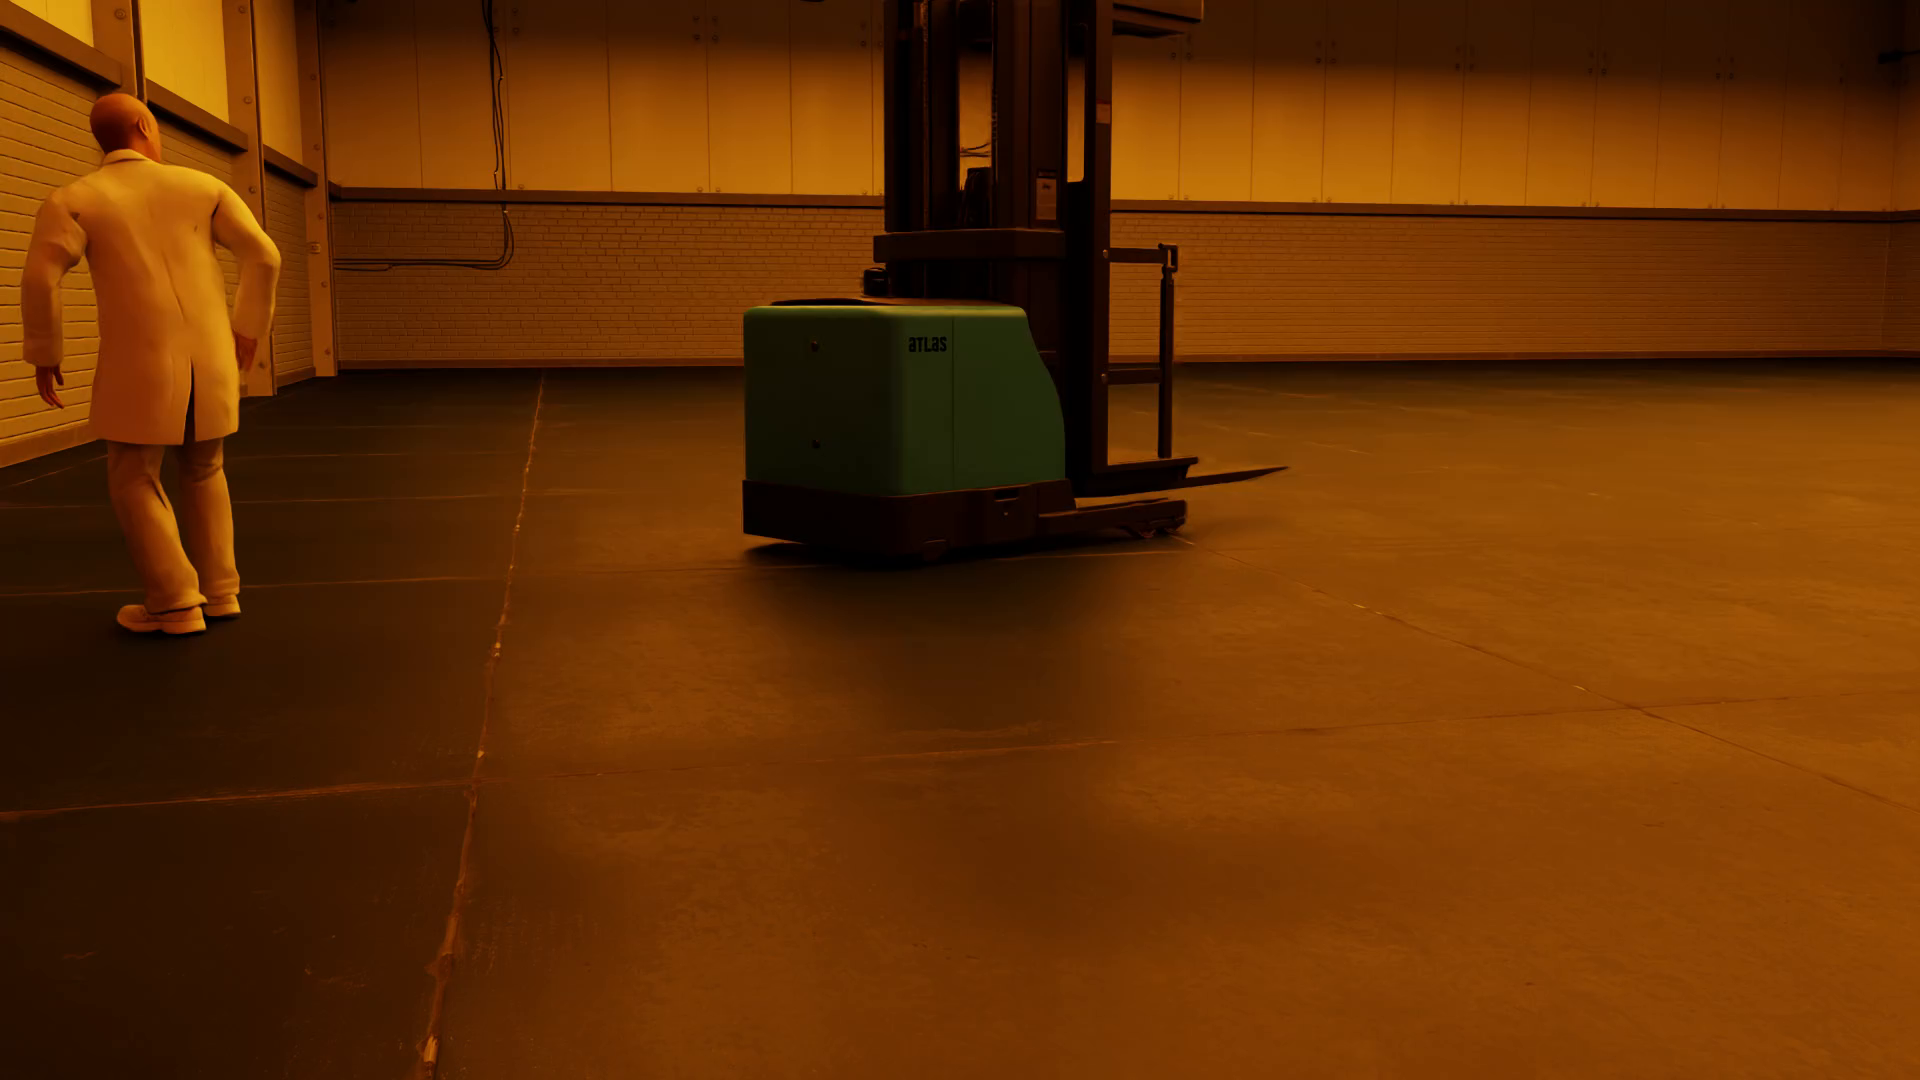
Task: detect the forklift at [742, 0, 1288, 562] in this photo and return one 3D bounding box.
[{"bbox_3d":[0.439,-1.510,7.924,3.031,2.935,1.130,-8,11,-43],"label":"forklift"}]

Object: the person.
[{"bbox_3d":[-2.705,-0.578,5.530,0.554,1.757,0.794,7,11,41],"label":"person"}]
